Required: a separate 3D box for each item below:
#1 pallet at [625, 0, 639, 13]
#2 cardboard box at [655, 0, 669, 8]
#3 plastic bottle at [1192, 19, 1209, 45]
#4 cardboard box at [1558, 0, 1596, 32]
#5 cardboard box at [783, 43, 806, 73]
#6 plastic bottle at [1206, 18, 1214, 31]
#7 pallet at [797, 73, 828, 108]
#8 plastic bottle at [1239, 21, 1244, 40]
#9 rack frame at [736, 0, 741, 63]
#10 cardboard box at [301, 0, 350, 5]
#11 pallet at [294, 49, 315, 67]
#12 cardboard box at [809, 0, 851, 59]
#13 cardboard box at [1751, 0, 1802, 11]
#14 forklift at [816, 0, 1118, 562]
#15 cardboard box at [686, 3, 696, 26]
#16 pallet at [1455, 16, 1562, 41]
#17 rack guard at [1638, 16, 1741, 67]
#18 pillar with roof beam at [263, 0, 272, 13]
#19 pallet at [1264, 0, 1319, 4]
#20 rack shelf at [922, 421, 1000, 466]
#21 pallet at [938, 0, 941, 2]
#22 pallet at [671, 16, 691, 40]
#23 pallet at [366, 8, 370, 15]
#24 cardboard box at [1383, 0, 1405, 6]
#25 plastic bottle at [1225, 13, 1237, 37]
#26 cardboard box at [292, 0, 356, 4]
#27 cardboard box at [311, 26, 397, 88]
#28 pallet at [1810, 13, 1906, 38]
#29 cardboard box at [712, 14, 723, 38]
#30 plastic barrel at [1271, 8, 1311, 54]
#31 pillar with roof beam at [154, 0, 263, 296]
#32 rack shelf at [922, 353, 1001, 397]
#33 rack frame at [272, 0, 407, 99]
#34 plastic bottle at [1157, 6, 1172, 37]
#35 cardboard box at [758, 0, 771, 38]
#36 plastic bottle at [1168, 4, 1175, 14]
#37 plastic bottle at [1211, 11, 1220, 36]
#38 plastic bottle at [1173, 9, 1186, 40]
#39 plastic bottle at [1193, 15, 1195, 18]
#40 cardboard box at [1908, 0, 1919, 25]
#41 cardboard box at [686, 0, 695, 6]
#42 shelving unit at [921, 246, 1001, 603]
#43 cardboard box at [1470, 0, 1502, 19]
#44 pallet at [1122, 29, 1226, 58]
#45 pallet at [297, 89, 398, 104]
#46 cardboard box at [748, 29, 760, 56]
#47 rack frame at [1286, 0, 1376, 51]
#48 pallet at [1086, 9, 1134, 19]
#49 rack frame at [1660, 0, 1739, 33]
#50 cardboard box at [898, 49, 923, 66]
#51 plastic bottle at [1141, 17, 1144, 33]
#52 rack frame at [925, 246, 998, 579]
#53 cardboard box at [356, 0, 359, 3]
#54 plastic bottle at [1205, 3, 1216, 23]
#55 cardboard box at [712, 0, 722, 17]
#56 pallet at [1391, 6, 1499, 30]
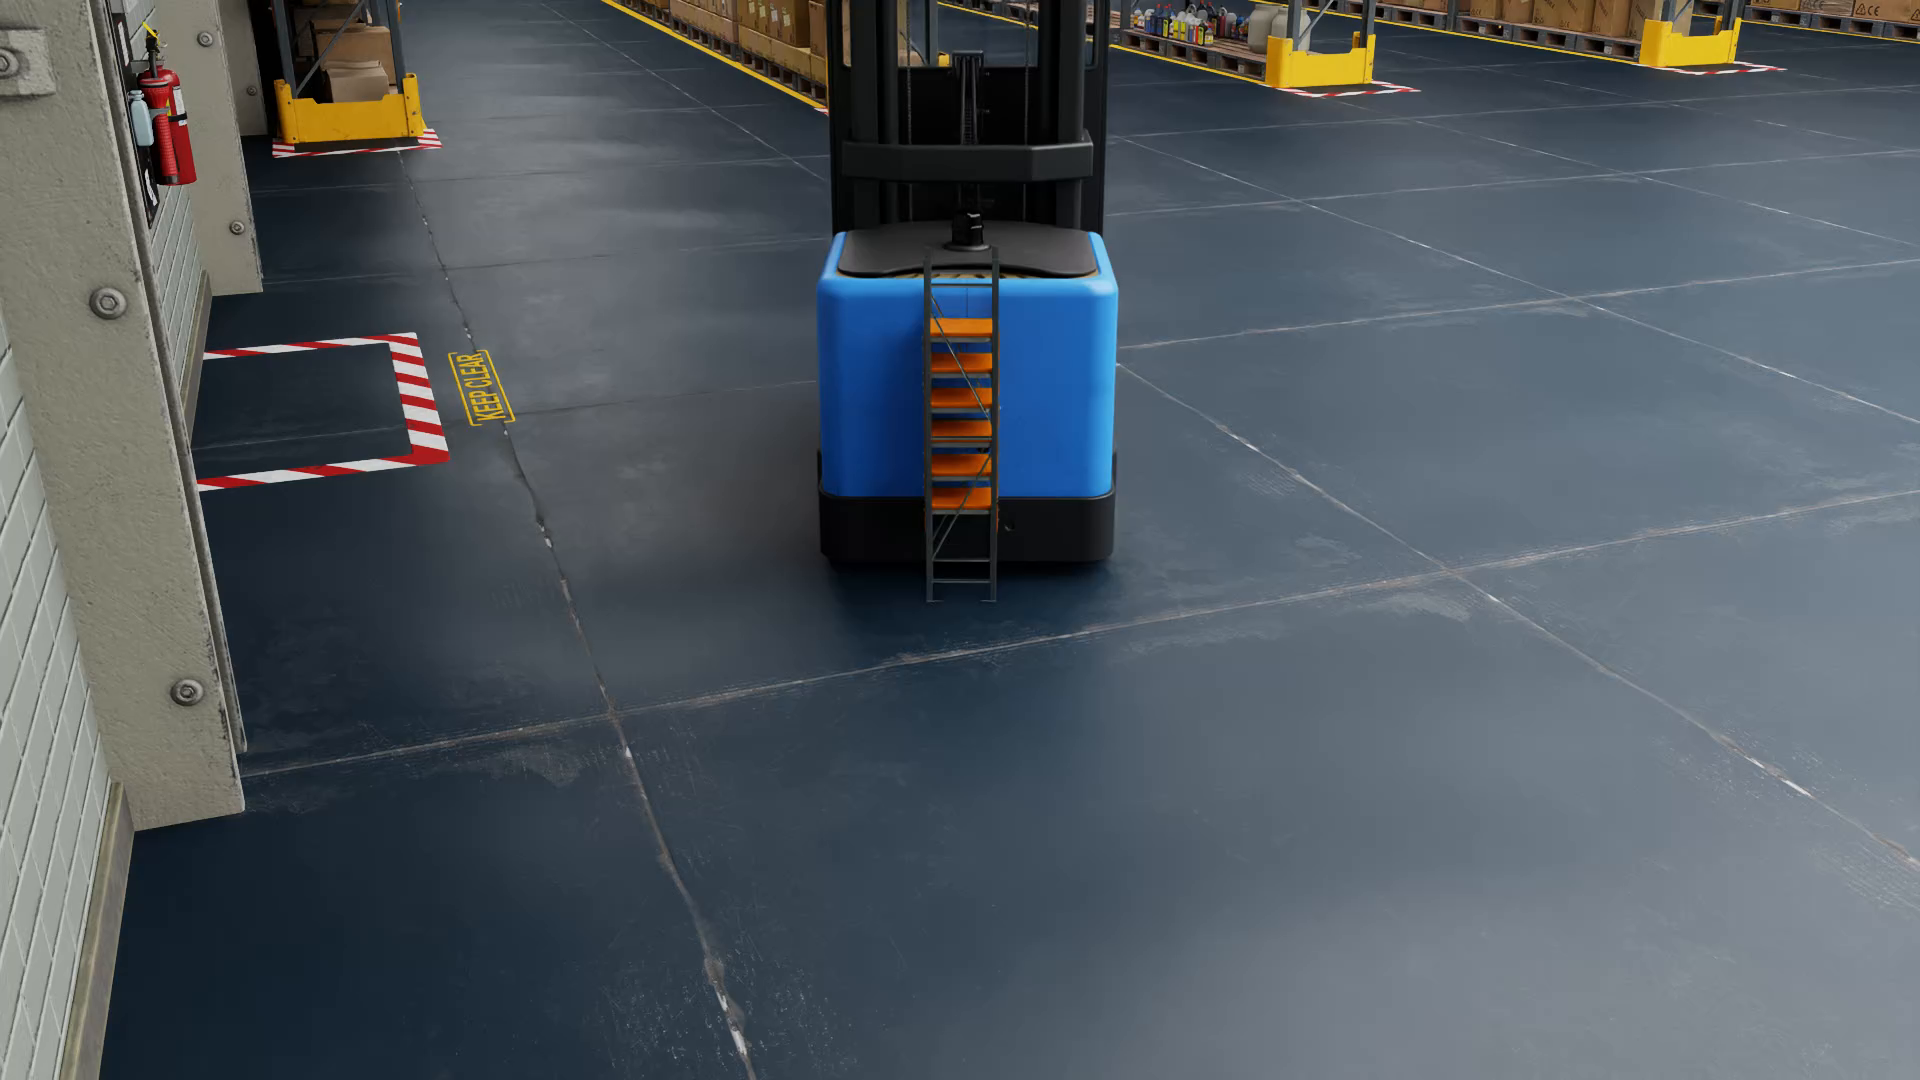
[{"bbox_3d":[-4.620,-8.388,25.879,1.003,0.211,1.213,-8,24,-19],"label":"pallet"},{"bbox_3d":[-4.079,-7.868,23.708,0.500,0.500,0.500,-7,24,-17],"label":"cardboard box"},{"bbox_3d":[2.810,-5.931,19.401,0.152,0.276,0.135,-8,24,-19],"label":"plastic bottle"},{"bbox_3d":[7.914,-6.674,20.901,0.500,0.500,0.500,-6,24,-14],"label":"cardboard box"},{"bbox_3d":[-1.535,-5.045,17.357,0.500,0.250,0.500,-8,24,-19],"label":"cardboard box"},{"bbox_3d":[2.909,-5.949,19.434,0.061,0.283,0.133,-8,24,-19],"label":"plastic bottle"},{"bbox_3d":[-1.013,-4.590,16.868,1.003,0.211,1.213,-8,24,-19],"label":"pallet"},{"bbox_3d":[3.392,-6.093,19.880,0.097,0.201,0.097,0,23,0],"label":"plastic bottle"},{"bbox_3d":[-2.116,-7.056,19.130,1.000,3.000,0.127,-8,24,-19],"label":"rack frame"},{"bbox_3d":[-7.184,-6.196,18.776,0.500,0.250,0.500,-9,24,-20],"label":"cardboard box"},{"bbox_3d":[-7.026,-5.373,18.726,1.003,0.211,1.213,-8,24,-19],"label":"pallet"},{"bbox_3d":[-1.171,-5.029,16.353,0.500,0.500,0.500,-8,24,-19],"label":"cardboard box"},{"bbox_3d":[11.985,-8.034,23.645,0.875,0.875,0.875,-8,24,-18],"label":"cardboard box"},{"bbox_3d":[0.032,-1.796,6.738,1.130,2.935,3.031,0,23,0],"label":"forklift"},{"bbox_3d":[-3.251,-6.835,21.604,0.500,0.250,0.500,-9,24,-20],"label":"cardboard box"},{"bbox_3d":[7.423,-6.890,22.325,1.003,0.211,1.213,-8,24,-19],"label":"pallet"},{"bbox_3d":[8.539,-5.836,19.454,1.175,0.500,0.348,-8,24,-19],"label":"rack guard"},{"bbox_3d":[-6.604,-12.773,24.968,9.100,9.000,0.400,-8,24,-19],"label":"pillar with roof beam"},{"bbox_3d":[5.532,-8.879,27.045,1.003,0.211,1.213,-8,24,-19],"label":"pallet"},{"bbox_3d":[0.005,-0.330,5.603,0.258,0.103,0.180,0,23,0],"label":"rack shelf"},{"bbox_3d":[-0.074,-9.070,27.498,1.003,0.211,1.213,-8,24,-19],"label":"pallet"},{"bbox_3d":[-3.275,-6.920,22.397,1.003,0.211,1.213,-8,24,-19],"label":"pallet"},{"bbox_3d":[-8.798,-7.283,23.258,1.003,0.211,1.213,-8,24,-19],"label":"pallet"},{"bbox_3d":[6.607,-8.070,24.187,0.700,0.500,0.500,-11,25,-24],"label":"cardboard box"},{"bbox_3d":[3.252,-6.241,20.136,0.152,0.276,0.135,-8,24,-18],"label":"plastic bottle"},{"bbox_3d":[-7.397,-6.063,19.425,0.700,0.500,0.500,-8,24,-18],"label":"cardboard box"},{"bbox_3d":[-5.910,-4.717,16.231,0.700,0.500,0.500,-10,25,-22],"label":"cardboard box"},{"bbox_3d":[12.459,-7.042,22.686,1.003,0.211,1.213,-8,24,-19],"label":"pallet"},{"bbox_3d":[-2.711,-6.278,20.282,0.500,0.250,0.500,-9,24,-20],"label":"cardboard box"},{"bbox_3d":[3.628,-5.557,18.235,0.421,0.512,0.421,0,23,0],"label":"plastic barrel"},{"bbox_3d":[-0.246,-6.233,9.451,9.100,9.000,0.400,-8,24,-19],"label":"pillar with roof beam"},{"bbox_3d":[0.005,-0.551,5.510,0.258,0.103,0.180,0,23,0],"label":"rack shelf"},{"bbox_3d":[-5.336,-4.922,14.065,1.000,3.000,0.127,-8,24,-19],"label":"rack frame"},{"bbox_3d":[2.483,-6.298,20.174,0.144,0.351,0.185,-9,25,-21],"label":"plastic bottle"},{"bbox_3d":[-1.892,-5.753,18.073,0.500,0.500,0.500,-8,24,-19],"label":"cardboard box"},{"bbox_3d":[2.551,-6.386,20.384,0.144,0.351,0.185,-8,24,-19],"label":"plastic bottle"},{"bbox_3d":[3.111,-6.281,20.220,0.061,0.283,0.133,-8,24,-19],"label":"plastic bottle"},{"bbox_3d":[2.633,-6.143,19.808,0.144,0.351,0.185,-9,24,-19],"label":"plastic bottle"},{"bbox_3d":[2.763,-6.138,19.892,0.152,0.276,0.135,-8,24,-19],"label":"plastic bottle"},{"bbox_3d":[12.940,-7.056,21.324,0.875,0.875,0.875,-8,24,-19],"label":"cardboard box"},{"bbox_3d":[-3.248,-7.089,21.484,0.500,0.311,0.500,-9,24,-20],"label":"cardboard box"},{"bbox_3d":[0.005,-0.371,5.586,0.258,1.200,0.189,0,23,0],"label":"shelving unit"},{"bbox_3d":[7.257,-7.305,22.397,0.500,0.500,0.500,-9,25,-21],"label":"cardboard box"},{"bbox_3d":[2.717,-6.200,20.688,1.003,0.211,1.213,-8,24,-19],"label":"pallet"},{"bbox_3d":[-5.617,-3.965,15.384,1.003,0.211,1.213,-8,24,-19],"label":"pallet"},{"bbox_3d":[-2.064,-5.590,18.651,0.500,0.250,0.500,-8,24,-19],"label":"cardboard box"},{"bbox_3d":[3.932,-6.281,17.290,1.000,3.000,0.127,-8,24,-19],"label":"rack frame"},{"bbox_3d":[1.771,-7.174,22.998,1.003,0.211,1.213,-8,24,-19],"label":"pallet"},{"bbox_3d":[8.566,-6.961,18.903,1.000,3.000,0.127,-8,24,-19],"label":"rack frame"},{"bbox_3d":[-0.685,-4.755,16.668,0.500,0.250,0.500,-8,24,-19],"label":"cardboard box"},{"bbox_3d":[2.293,-6.398,20.604,0.097,0.201,0.097,0,23,0],"label":"plastic bottle"},{"bbox_3d":[0.005,-0.407,5.670,0.240,1.200,0.006,0,23,0],"label":"rack frame"},{"bbox_3d":[-7.859,-6.625,20.758,0.700,0.500,0.500,-8,24,-18],"label":"cardboard box"},{"bbox_3d":[3.084,-6.452,20.541,0.144,0.351,0.185,-10,25,-22],"label":"plastic bottle"},{"bbox_3d":[-2.717,-6.537,20.175,0.500,0.311,0.500,-8,24,-18],"label":"cardboard box"},{"bbox_3d":[6.876,-7.412,23.563,1.003,0.211,1.213,-8,24,-19],"label":"pallet"}]
